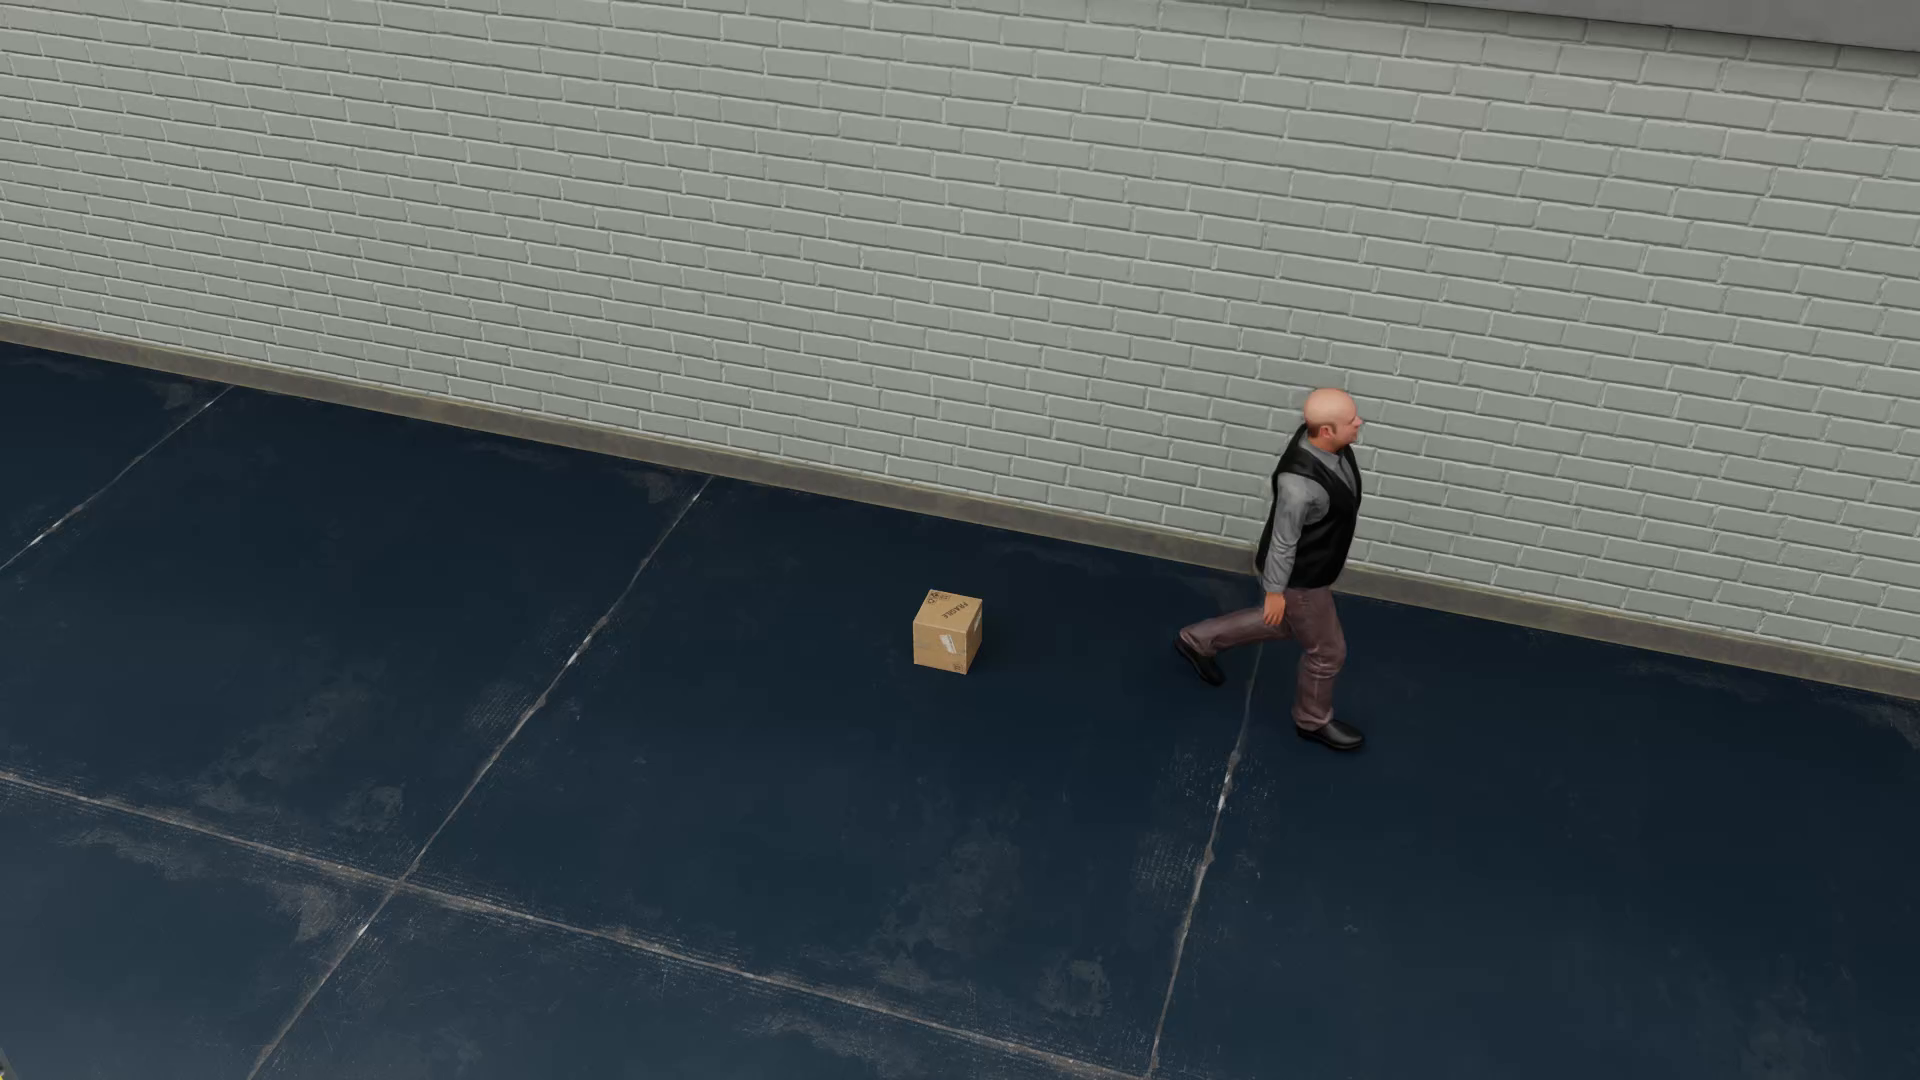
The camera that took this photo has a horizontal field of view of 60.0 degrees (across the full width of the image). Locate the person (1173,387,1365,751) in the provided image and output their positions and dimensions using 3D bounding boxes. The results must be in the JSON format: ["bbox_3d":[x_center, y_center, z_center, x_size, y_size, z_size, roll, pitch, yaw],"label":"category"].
[{"bbox_3d":[1.339,0.080,6.800,0.890,1.694,0.550,12,39,16],"label":"person"}]
